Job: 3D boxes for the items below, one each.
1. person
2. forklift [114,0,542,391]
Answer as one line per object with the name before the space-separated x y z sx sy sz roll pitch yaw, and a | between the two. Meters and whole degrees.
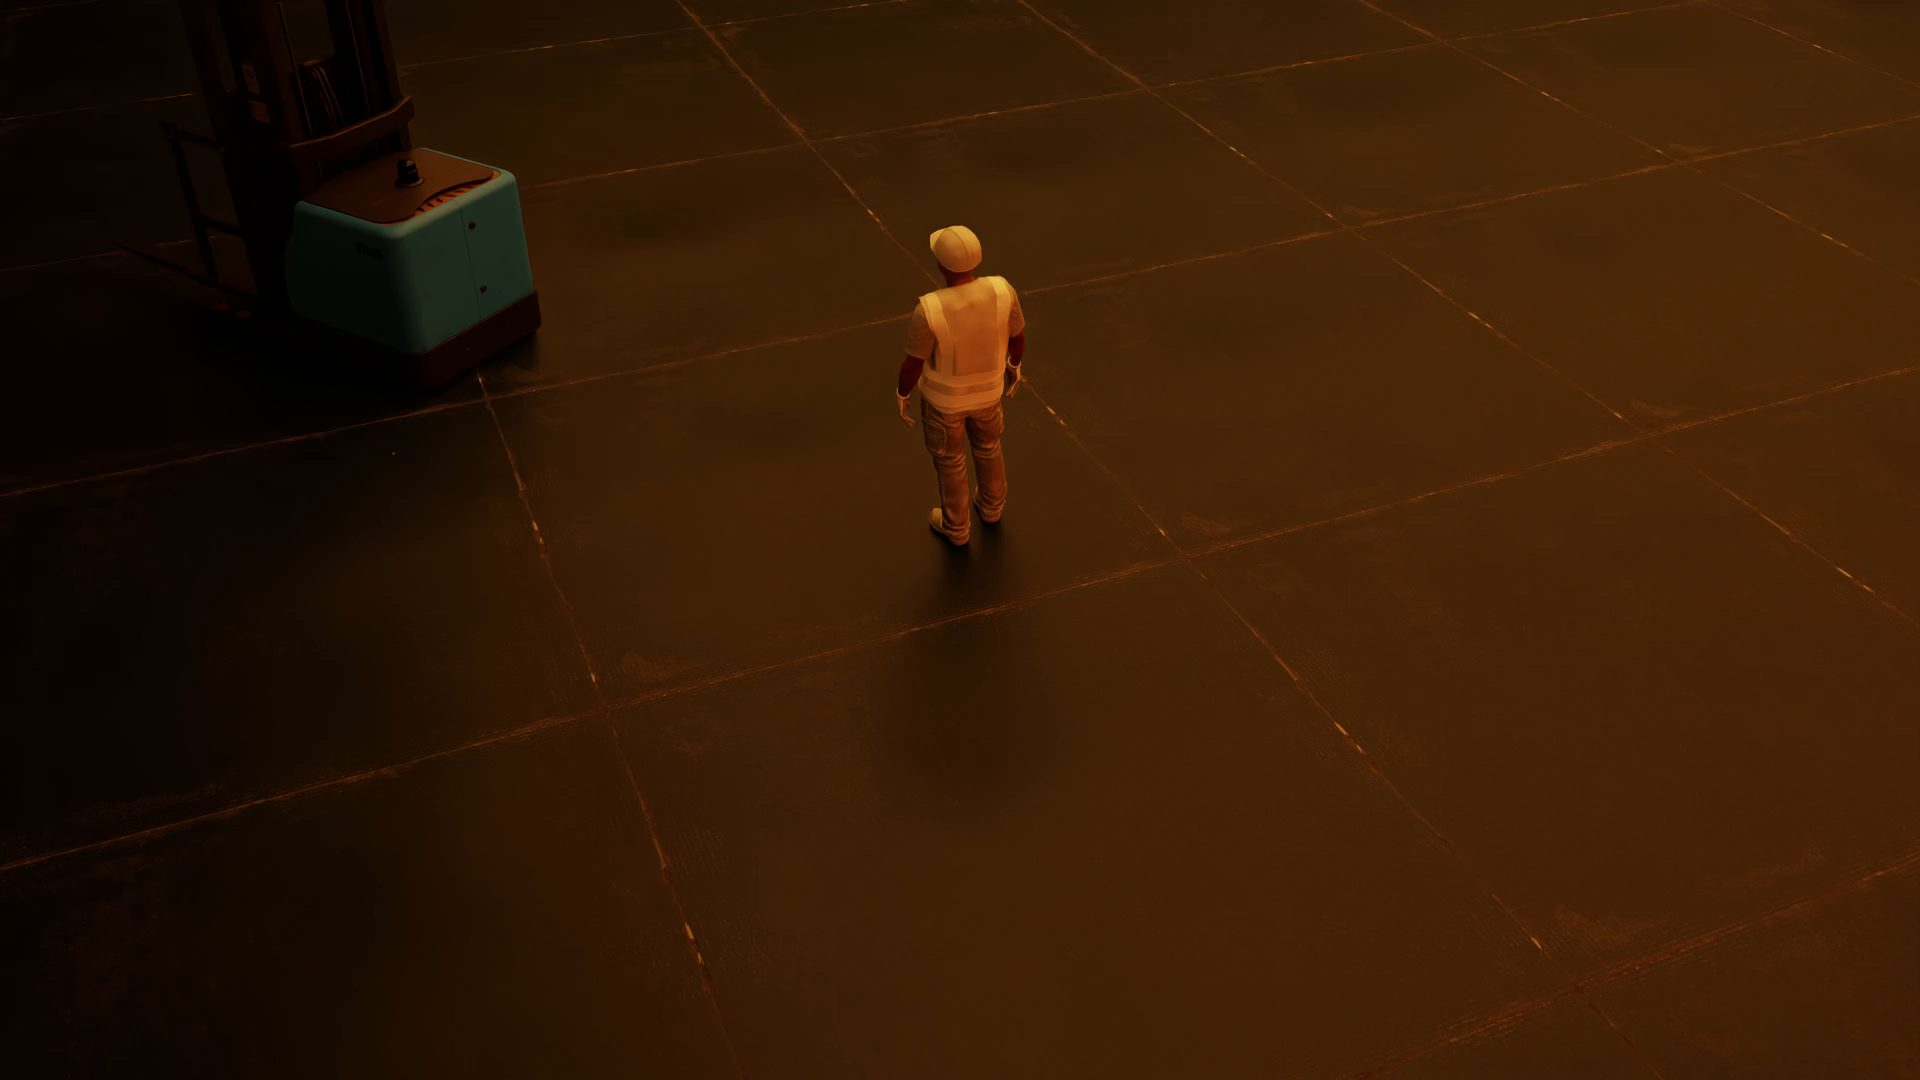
person | -0.021 -0.773 8.164 0.656 1.784 0.574 -14 38 -19
forklift | -4.144 -2.702 9.898 3.031 2.935 1.130 19 40 25
